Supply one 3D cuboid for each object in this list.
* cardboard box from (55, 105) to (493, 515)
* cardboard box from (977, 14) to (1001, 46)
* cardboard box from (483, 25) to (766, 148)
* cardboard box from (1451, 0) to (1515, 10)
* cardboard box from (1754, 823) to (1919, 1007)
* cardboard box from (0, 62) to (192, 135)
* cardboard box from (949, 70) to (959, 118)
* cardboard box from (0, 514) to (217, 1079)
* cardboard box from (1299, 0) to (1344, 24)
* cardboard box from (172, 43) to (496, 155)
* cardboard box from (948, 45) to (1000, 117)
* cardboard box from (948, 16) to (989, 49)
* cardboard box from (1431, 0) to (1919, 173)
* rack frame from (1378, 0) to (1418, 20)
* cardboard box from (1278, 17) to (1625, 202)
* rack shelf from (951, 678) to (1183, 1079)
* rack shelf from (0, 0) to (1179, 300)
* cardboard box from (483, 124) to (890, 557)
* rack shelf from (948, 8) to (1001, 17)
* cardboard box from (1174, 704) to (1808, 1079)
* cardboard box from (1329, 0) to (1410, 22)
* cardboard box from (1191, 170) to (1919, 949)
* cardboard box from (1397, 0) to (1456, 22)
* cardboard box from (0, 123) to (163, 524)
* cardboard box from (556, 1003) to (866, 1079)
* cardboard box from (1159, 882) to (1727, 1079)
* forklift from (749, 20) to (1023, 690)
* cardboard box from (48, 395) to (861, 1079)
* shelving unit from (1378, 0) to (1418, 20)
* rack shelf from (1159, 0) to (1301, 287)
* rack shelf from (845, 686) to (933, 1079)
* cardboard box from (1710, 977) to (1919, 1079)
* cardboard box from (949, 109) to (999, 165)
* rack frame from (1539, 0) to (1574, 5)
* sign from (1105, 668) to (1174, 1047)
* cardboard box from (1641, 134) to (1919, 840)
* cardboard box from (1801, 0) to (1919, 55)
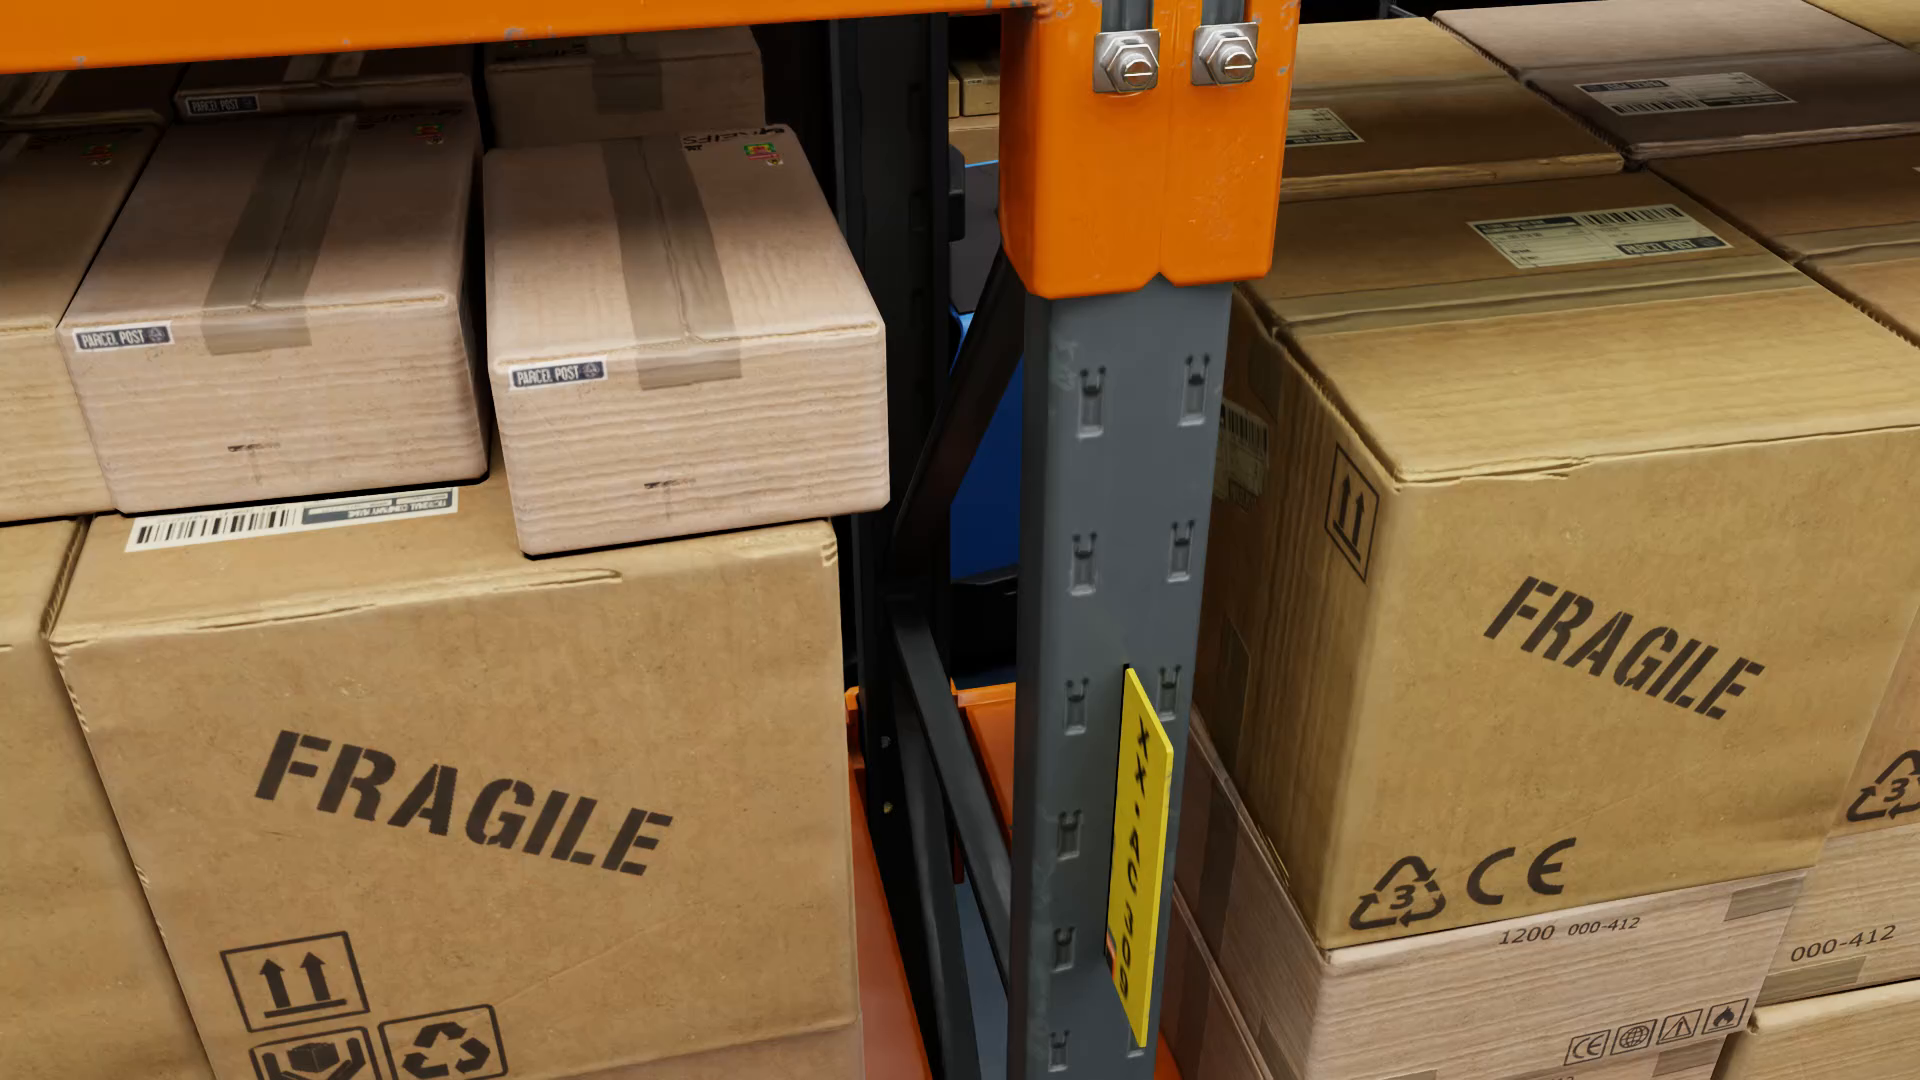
[{"bbox_3d":[-0.495,-0.192,1.275,0.250,0.149,0.380,-6,34,-9],"label":"cardboard box"},{"bbox_3d":[0.228,-2.075,6.935,0.250,0.149,0.380,-6,34,-9],"label":"cardboard box"},{"bbox_3d":[-0.349,-0.479,1.702,0.250,0.149,0.380,-8,35,-11],"label":"cardboard box"},{"bbox_3d":[2.242,-2.350,7.345,0.250,0.149,0.380,-5,34,-8],"label":"cardboard box"},{"bbox_3d":[1.010,0.224,1.910,0.500,0.250,0.500,-7,34,-10],"label":"cardboard box"},{"bbox_3d":[-0.835,-0.384,1.561,0.250,0.149,0.380,-8,35,-11],"label":"cardboard box"},{"bbox_3d":[-0.173,-1.767,6.475,0.250,0.149,0.380,-9,35,-13],"label":"cardboard box"},{"bbox_3d":[-0.880,0.159,1.334,0.500,0.500,0.500,-8,35,-11],"label":"cardboard box"},{"bbox_3d":[1.466,-2.275,7.233,0.250,0.149,0.380,-9,35,-13],"label":"cardboard box"},{"bbox_3d":[-0.595,-0.438,1.642,0.250,0.149,0.380,-7,34,-10],"label":"cardboard box"},{"bbox_3d":[0.091,-1.808,6.536,0.250,0.149,0.380,-8,35,-11],"label":"cardboard box"},{"bbox_3d":[-0.052,-2.071,6.928,0.250,0.149,0.380,-9,35,-13],"label":"cardboard box"},{"bbox_3d":[0.900,-0.366,2.116,0.500,0.500,0.500,-7,34,-10],"label":"cardboard box"},{"bbox_3d":[1.444,-1.035,5.446,0.032,1.500,0.500,-14,36,-19],"label":"rack frame"},{"bbox_3d":[0.397,-0.298,2.016,0.500,0.500,0.500,-6,34,-9],"label":"cardboard box"},{"bbox_3d":[1.967,0.403,2.604,4.000,0.370,1.077,-7,35,-11],"label":"rack shelf"},{"bbox_3d":[-1.934,-0.351,1.035,4.000,0.370,1.077,-7,35,-11],"label":"rack shelf"},{"bbox_3d":[-0.214,-0.165,1.235,0.250,0.149,0.380,-8,35,-12],"label":"cardboard box"},{"bbox_3d":[0.868,-2.295,6.623,4.000,0.370,1.077,-7,35,-11],"label":"rack shelf"},{"bbox_3d":[0.508,0.304,1.792,0.500,0.250,0.500,-8,35,-12],"label":"cardboard box"},{"bbox_3d":[1.752,-2.258,7.207,0.250,0.149,0.380,-7,34,-10],"label":"cardboard box"},{"bbox_3d":[0.509,-0.005,1.578,0.500,0.500,0.500,-7,34,-10],"label":"cardboard box"},{"bbox_3d":[1.977,-2.332,7.318,0.250,0.149,0.380,-6,34,-9],"label":"cardboard box"},{"bbox_3d":[-0.740,-0.167,1.237,0.250,0.149,0.380,-7,35,-10],"label":"cardboard box"},{"bbox_3d":[-0.380,0.504,1.717,0.500,0.500,0.500,-7,34,-10],"label":"cardboard box"},{"bbox_3d":[0.504,0.501,1.945,0.500,0.250,0.500,-8,35,-12],"label":"cardboard box"},{"bbox_3d":[-0.842,-0.961,4.052,3.031,2.935,1.130,-14,36,-19],"label":"forklift"},{"bbox_3d":[-0.383,0.101,1.420,0.500,0.500,0.500,-7,35,-11],"label":"cardboard box"},{"bbox_3d":[0.970,-0.920,5.275,1.083,1.500,0.587,-14,36,-19],"label":"shelving unit"},{"bbox_3d":[1.967,-0.843,1.768,4.000,0.370,1.077,-7,35,-11],"label":"rack shelf"},{"bbox_3d":[-1.934,0.894,1.871,4.000,0.370,1.077,-7,35,-11],"label":"rack shelf"},{"bbox_3d":[1.008,0.437,2.041,0.500,0.250,0.500,-8,35,-12],"label":"cardboard box"},{"bbox_3d":[-0.044,-1.492,6.648,0.500,0.500,0.500,-8,35,-11],"label":"cardboard box"},{"bbox_3d":[2.819,-2.839,6.789,0.127,3.000,1.000,-7,35,-11],"label":"rack frame"},{"bbox_3d":[0.140,0.259,1.324,0.005,0.325,0.100,-7,35,-11],"label":"sign"},{"bbox_3d":[0.999,-0.082,1.694,0.500,0.500,0.500,-7,35,-11],"label":"cardboard box"},{"bbox_3d":[1.399,-0.418,2.193,0.500,0.500,0.500,-6,34,-9],"label":"cardboard box"}]
